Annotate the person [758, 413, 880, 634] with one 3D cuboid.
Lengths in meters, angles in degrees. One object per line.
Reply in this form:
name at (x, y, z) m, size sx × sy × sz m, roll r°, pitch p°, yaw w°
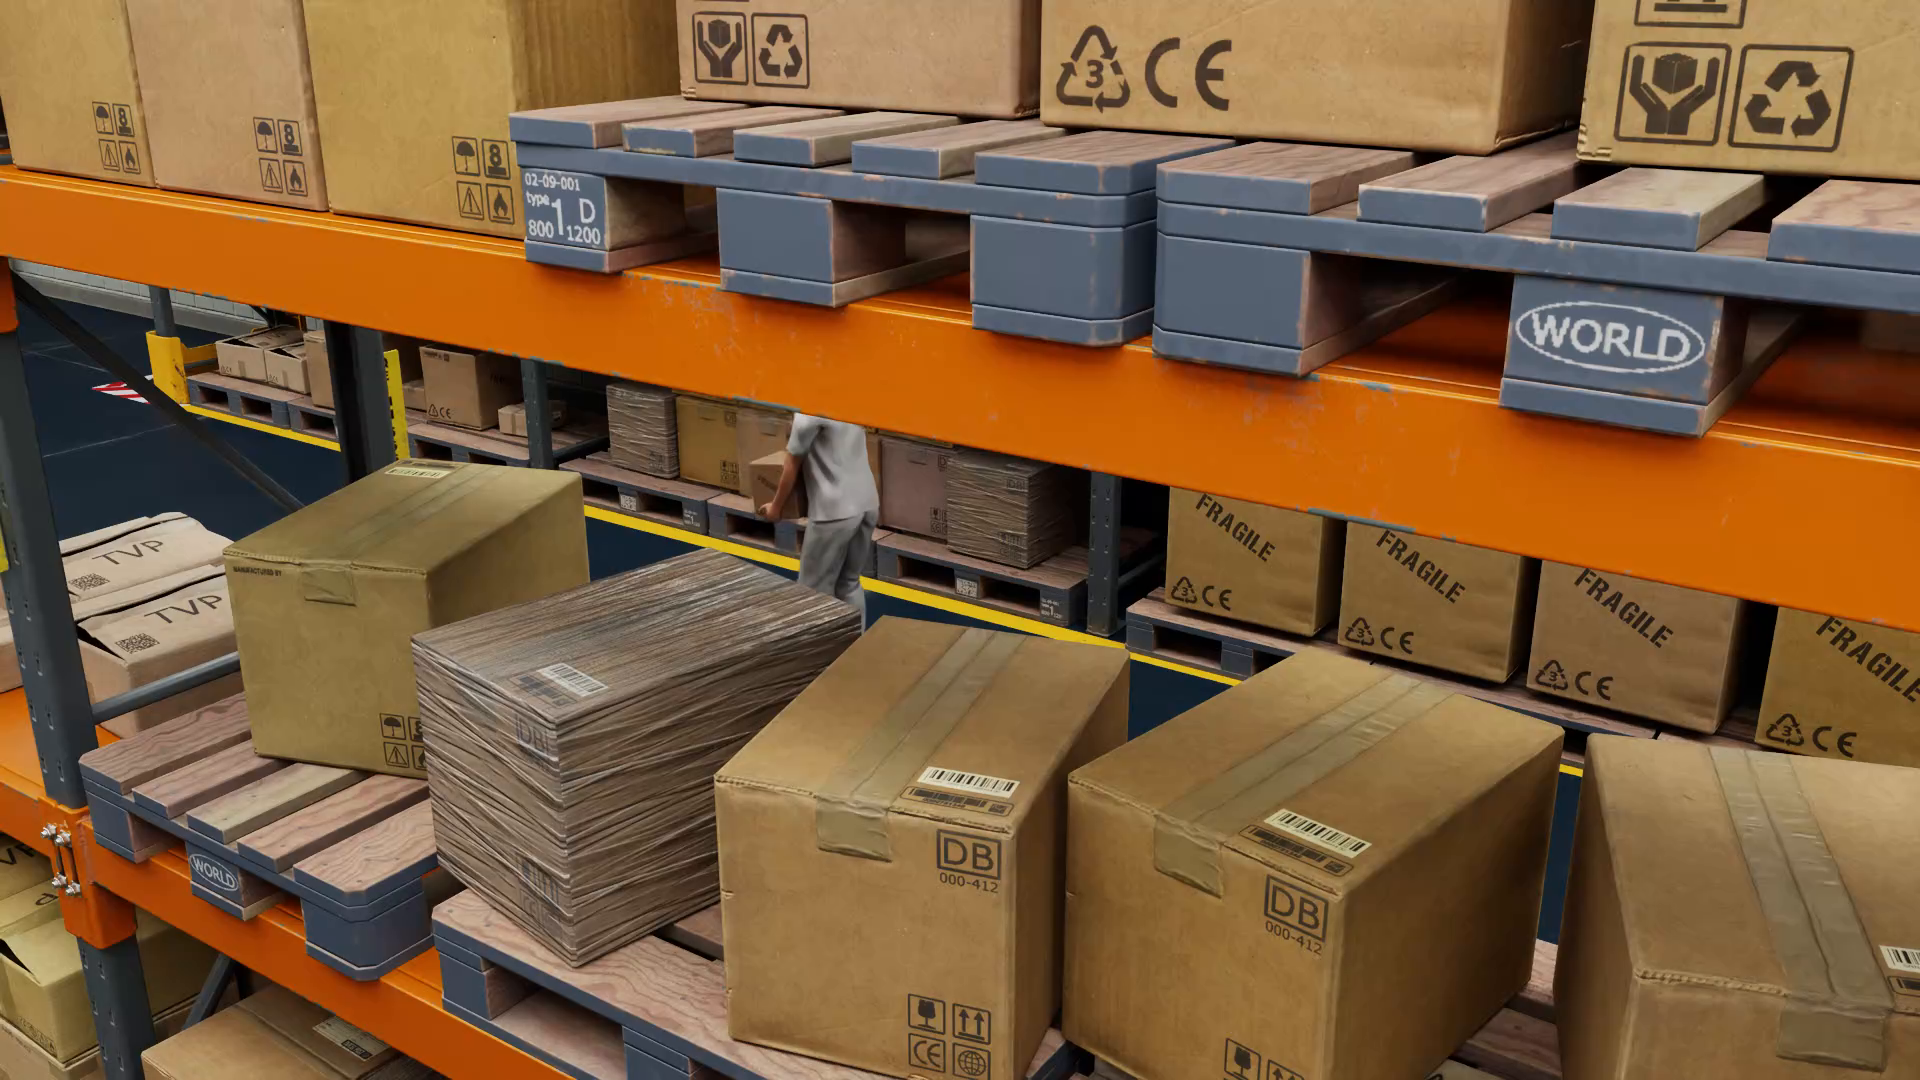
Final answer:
person at (-0.622, -0.116, 7.420) m, size 0.512 × 1.664 × 0.411 m, roll 12°, pitch 23°, yaw 31°
